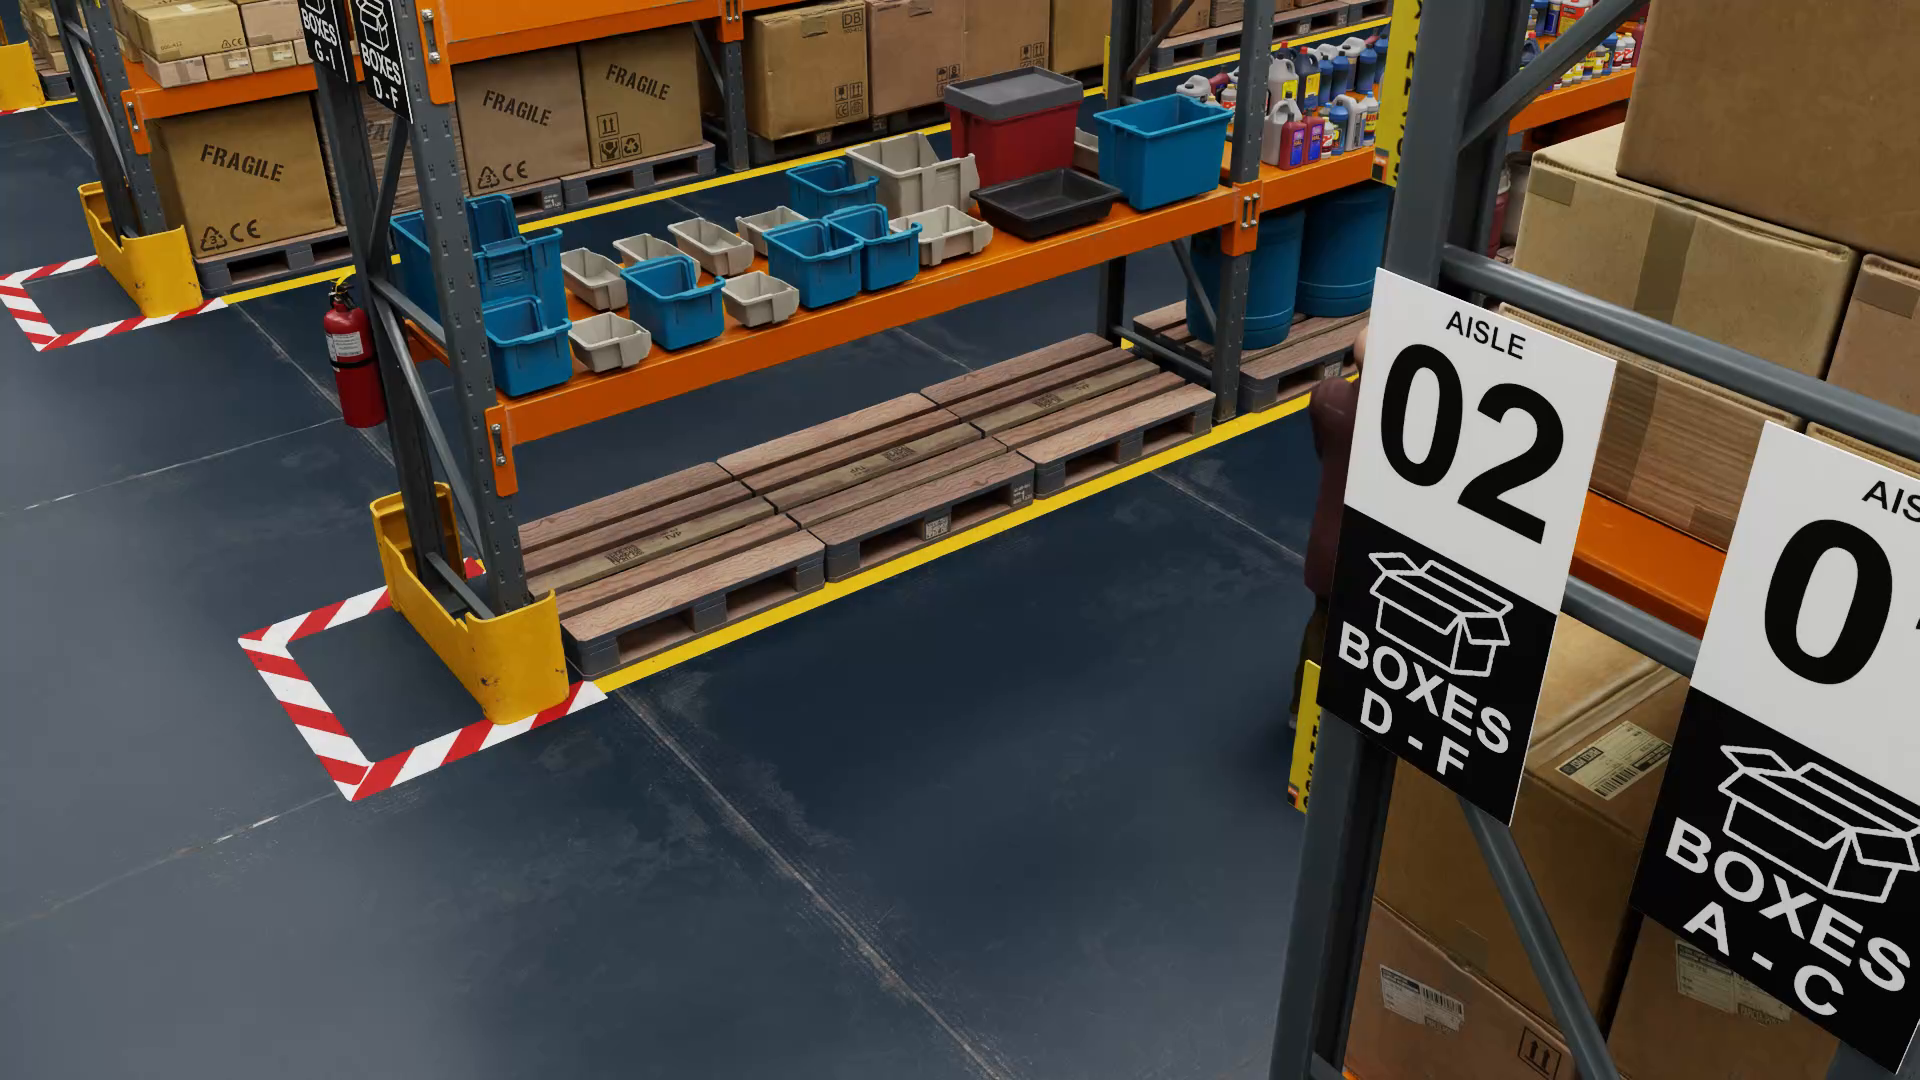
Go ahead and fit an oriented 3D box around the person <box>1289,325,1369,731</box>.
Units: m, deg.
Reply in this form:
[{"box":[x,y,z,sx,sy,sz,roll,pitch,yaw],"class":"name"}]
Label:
[{"box":[1.574,-0.028,6.190,0.541,1.779,0.542,-22,38,-32],"class":"person"}]
